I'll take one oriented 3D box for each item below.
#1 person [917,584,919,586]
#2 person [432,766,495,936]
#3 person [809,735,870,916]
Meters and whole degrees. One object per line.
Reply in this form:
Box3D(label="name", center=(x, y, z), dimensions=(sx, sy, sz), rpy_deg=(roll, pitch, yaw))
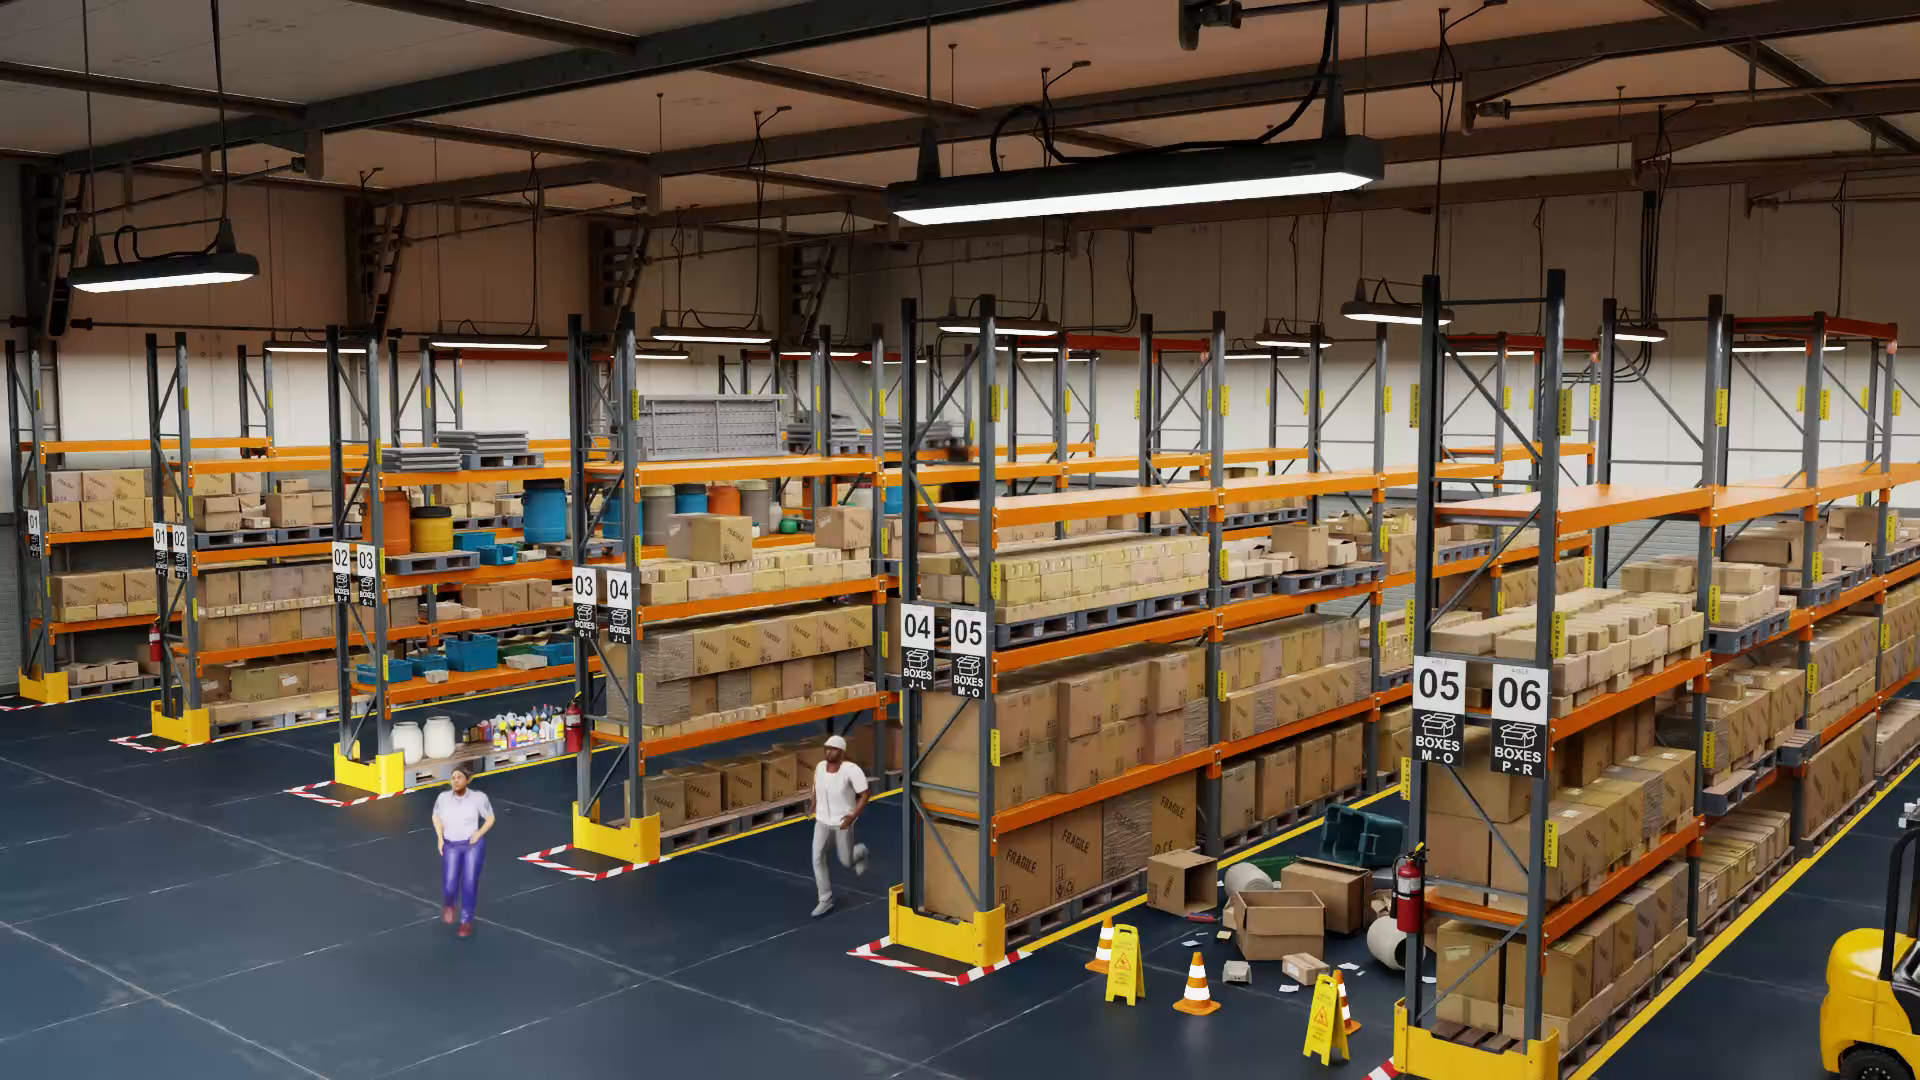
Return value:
Box3D(label="person", center=(-0.742, 1.121, 35.135), dimensions=(0.709, 1.838, 0.758), rpy_deg=(3, 6, 29))
Box3D(label="person", center=(-4.720, 2.956, 15.793), dimensions=(0.594, 1.606, 0.567), rpy_deg=(-1, 5, -9))
Box3D(label="person", center=(-1.226, 2.780, 16.733), dimensions=(0.689, 1.658, 0.926), rpy_deg=(2, 6, 22))
